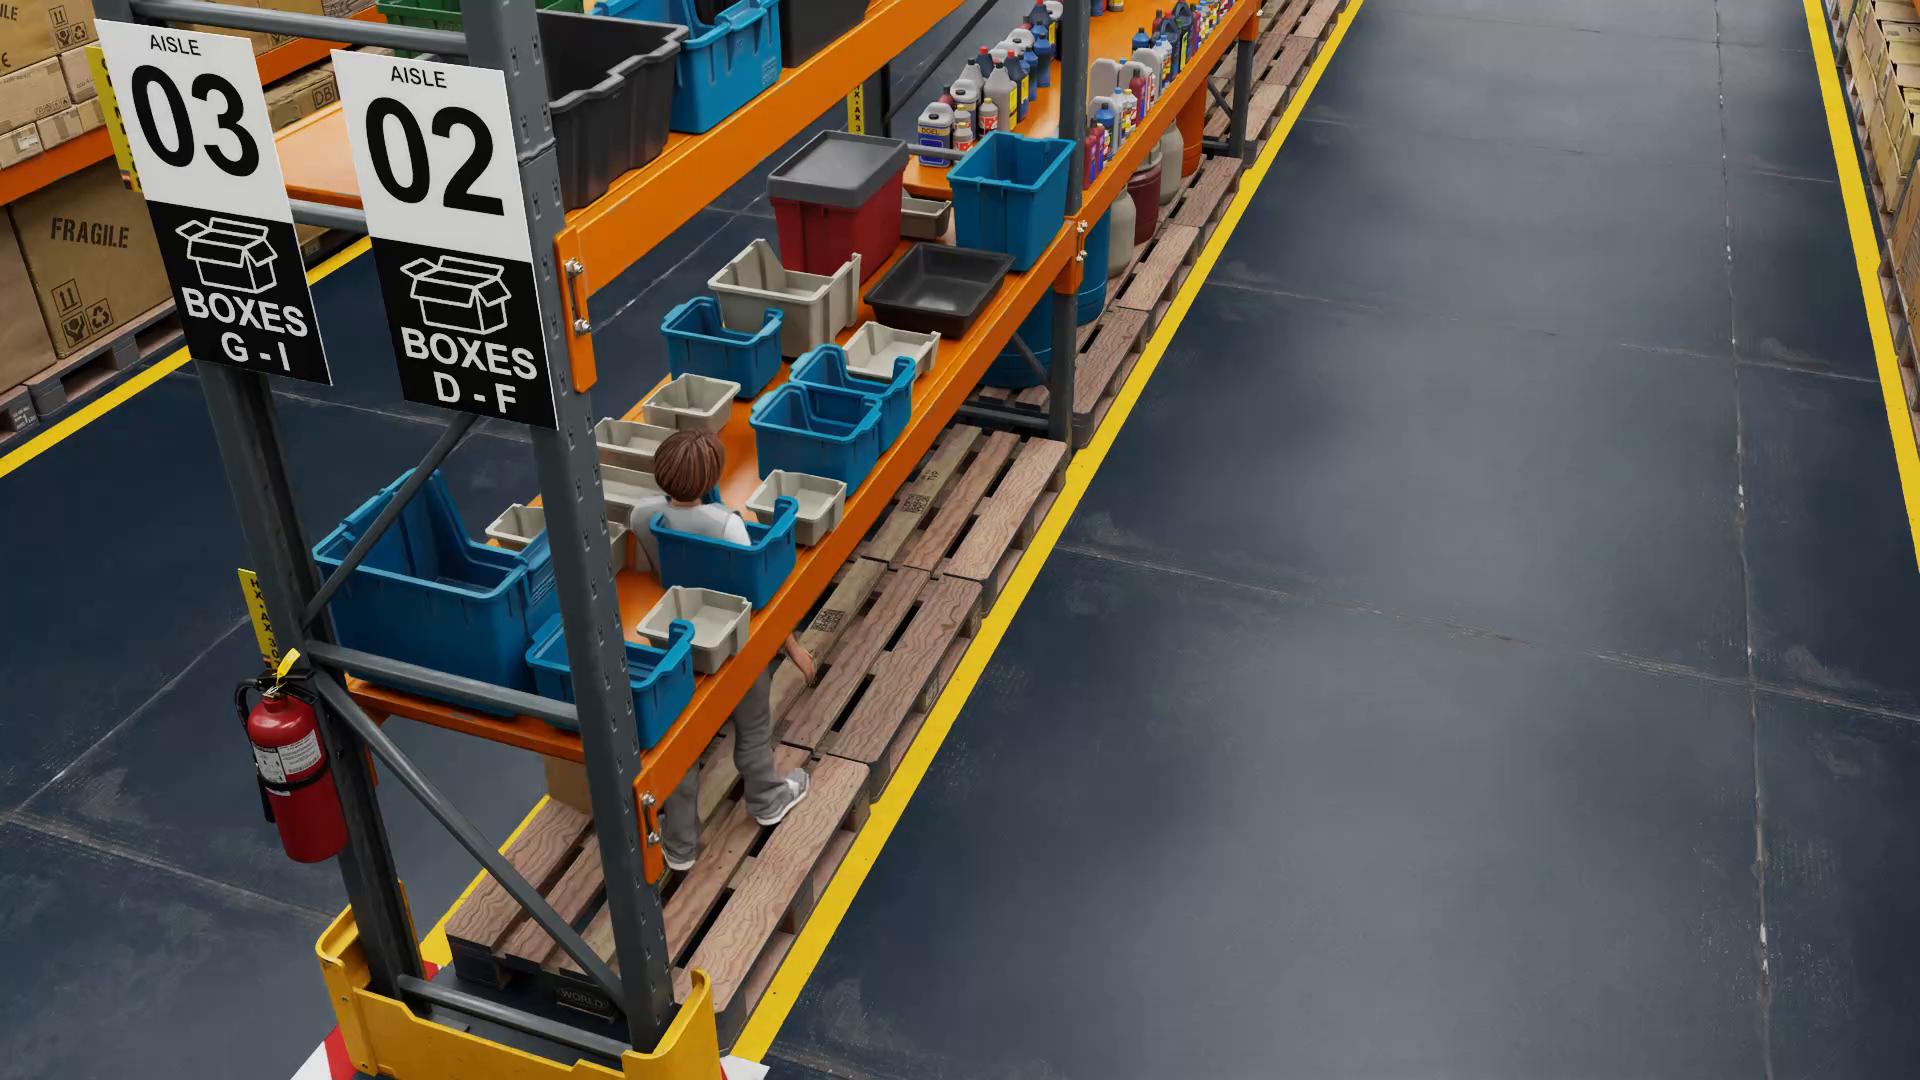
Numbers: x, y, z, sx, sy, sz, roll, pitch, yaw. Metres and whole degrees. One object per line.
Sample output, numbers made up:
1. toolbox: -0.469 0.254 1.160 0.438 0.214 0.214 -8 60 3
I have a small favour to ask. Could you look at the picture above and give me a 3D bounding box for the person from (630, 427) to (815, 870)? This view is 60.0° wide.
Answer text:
1. person: -0.743 0.325 5.262 0.588 1.582 0.574 10 35 14
